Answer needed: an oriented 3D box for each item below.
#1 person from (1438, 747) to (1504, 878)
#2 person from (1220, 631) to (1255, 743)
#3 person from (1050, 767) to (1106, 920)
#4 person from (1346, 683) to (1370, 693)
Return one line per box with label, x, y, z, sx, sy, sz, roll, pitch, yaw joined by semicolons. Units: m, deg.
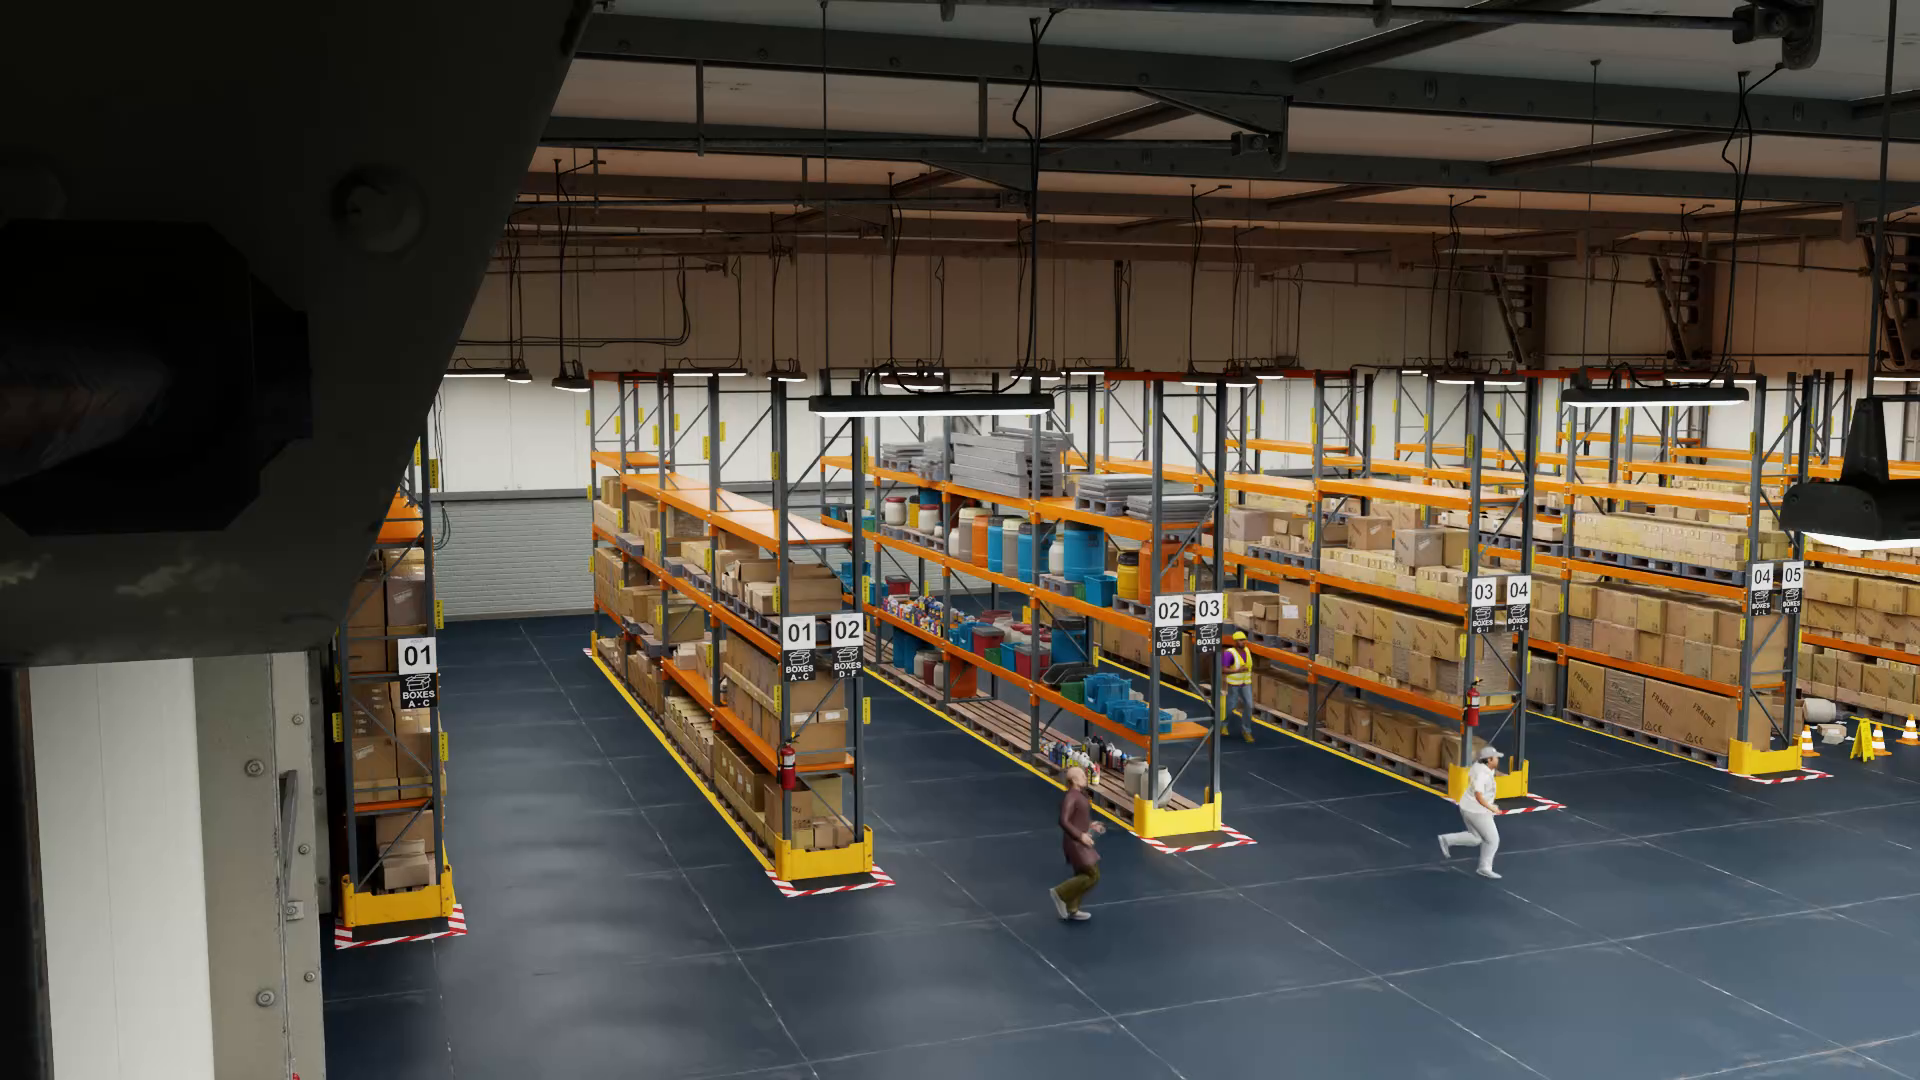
person;6.212;3.308;20.184;0.751;1.647;0.624;1;6;6
person;4.557;2.405;27.331;0.689;1.841;0.810;-3;7;-23
person;1.322;3.428;18.602;0.630;1.661;0.687;1;6;4
person;7.559;2.049;31.257;0.584;1.698;0.718;-3;7;-23
